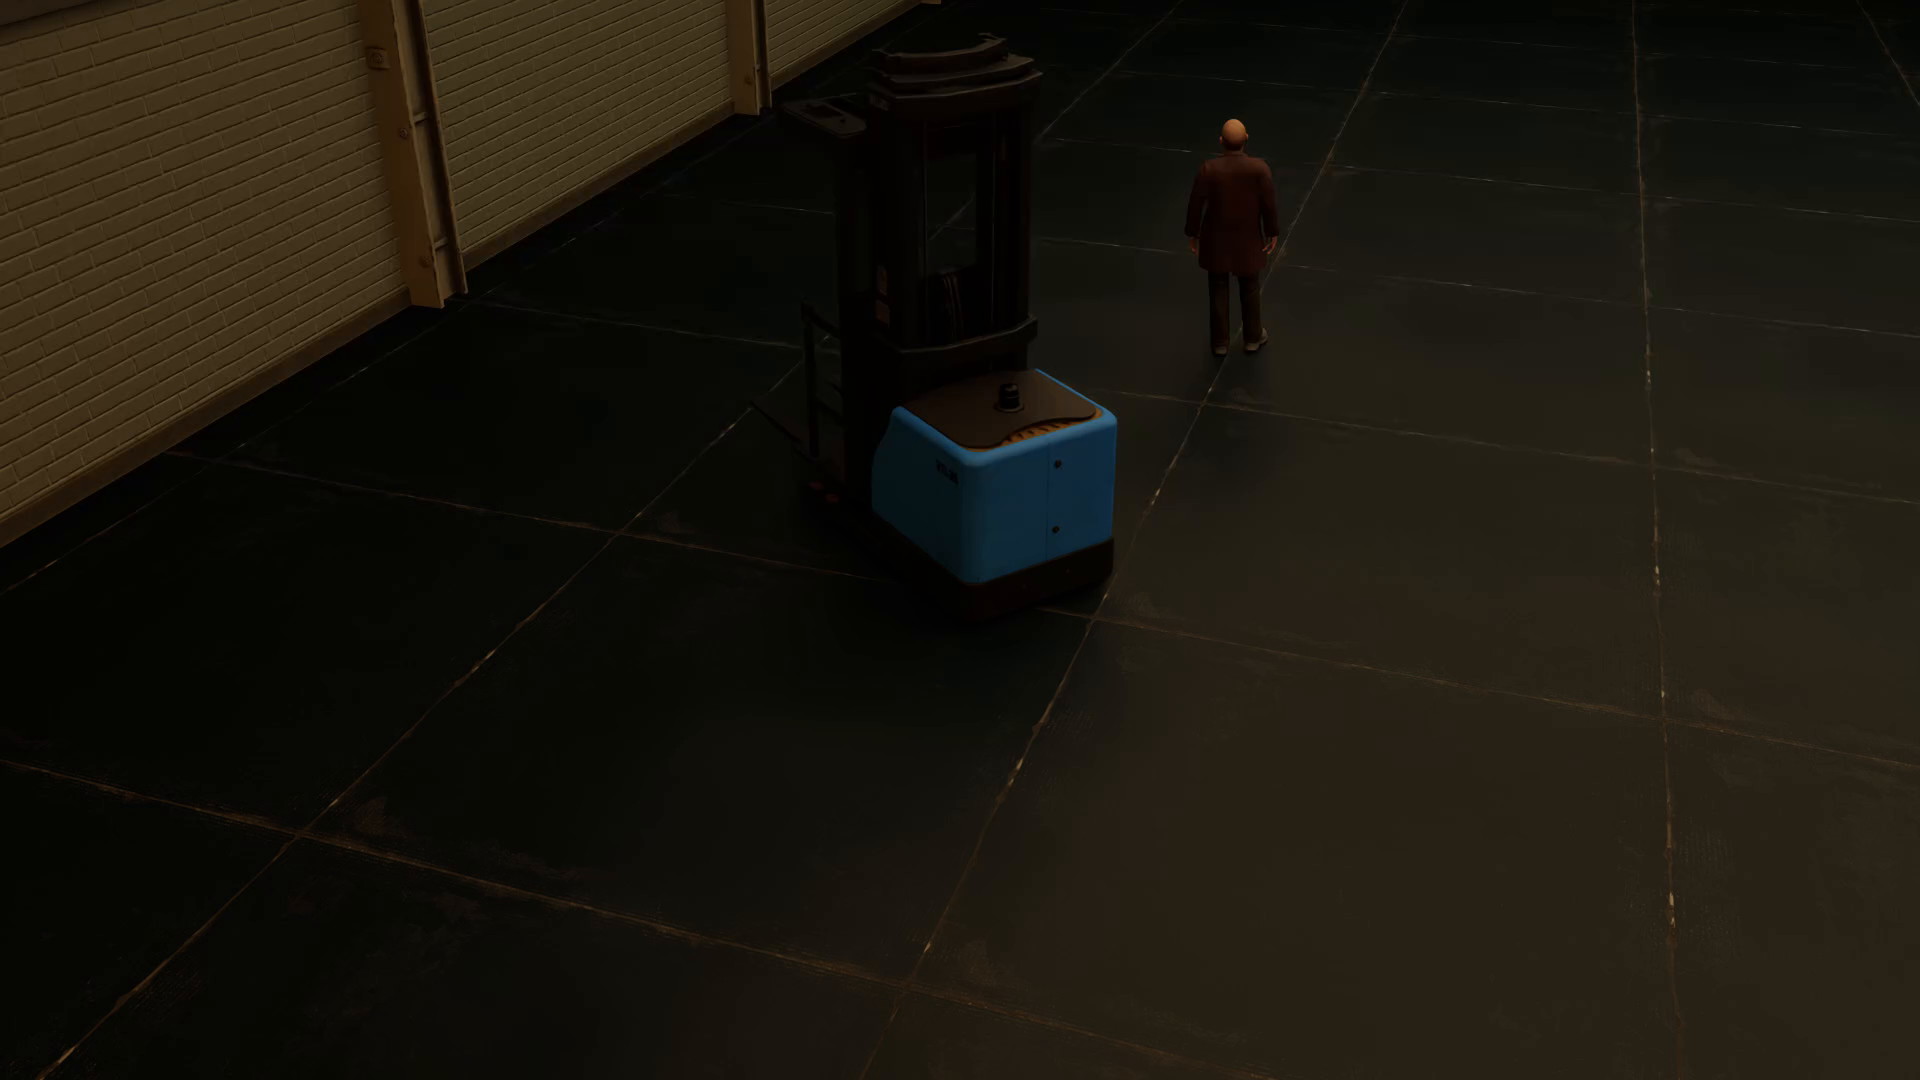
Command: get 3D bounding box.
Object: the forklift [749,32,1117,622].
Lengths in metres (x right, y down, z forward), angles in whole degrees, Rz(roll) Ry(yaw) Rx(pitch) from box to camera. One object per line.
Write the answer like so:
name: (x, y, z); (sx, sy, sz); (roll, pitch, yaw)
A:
forklift: (-0.340, -1.509, 9.784); (1.130, 2.935, 3.031); (-18, 34, -28)

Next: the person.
person: (2.007, -2.246, 12.227); (0.684, 1.775, 0.582); (6, 30, 11)
